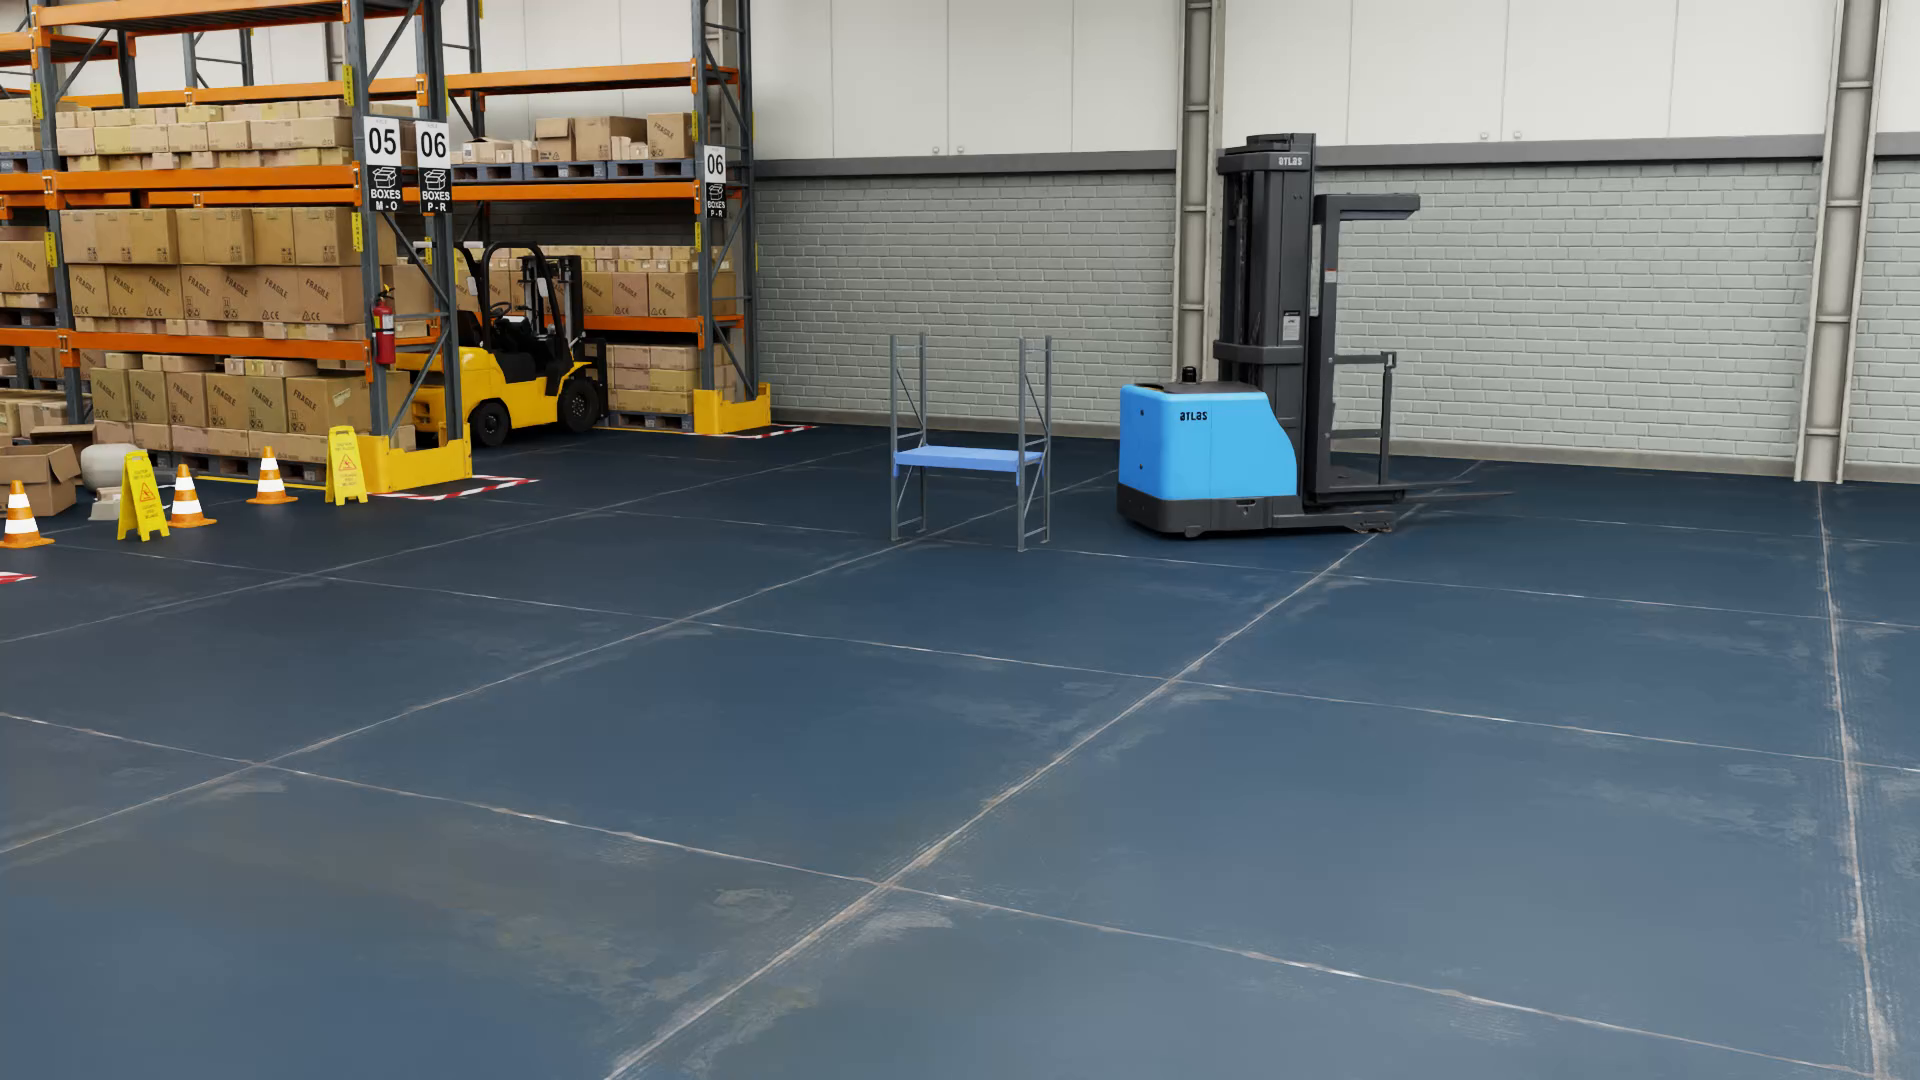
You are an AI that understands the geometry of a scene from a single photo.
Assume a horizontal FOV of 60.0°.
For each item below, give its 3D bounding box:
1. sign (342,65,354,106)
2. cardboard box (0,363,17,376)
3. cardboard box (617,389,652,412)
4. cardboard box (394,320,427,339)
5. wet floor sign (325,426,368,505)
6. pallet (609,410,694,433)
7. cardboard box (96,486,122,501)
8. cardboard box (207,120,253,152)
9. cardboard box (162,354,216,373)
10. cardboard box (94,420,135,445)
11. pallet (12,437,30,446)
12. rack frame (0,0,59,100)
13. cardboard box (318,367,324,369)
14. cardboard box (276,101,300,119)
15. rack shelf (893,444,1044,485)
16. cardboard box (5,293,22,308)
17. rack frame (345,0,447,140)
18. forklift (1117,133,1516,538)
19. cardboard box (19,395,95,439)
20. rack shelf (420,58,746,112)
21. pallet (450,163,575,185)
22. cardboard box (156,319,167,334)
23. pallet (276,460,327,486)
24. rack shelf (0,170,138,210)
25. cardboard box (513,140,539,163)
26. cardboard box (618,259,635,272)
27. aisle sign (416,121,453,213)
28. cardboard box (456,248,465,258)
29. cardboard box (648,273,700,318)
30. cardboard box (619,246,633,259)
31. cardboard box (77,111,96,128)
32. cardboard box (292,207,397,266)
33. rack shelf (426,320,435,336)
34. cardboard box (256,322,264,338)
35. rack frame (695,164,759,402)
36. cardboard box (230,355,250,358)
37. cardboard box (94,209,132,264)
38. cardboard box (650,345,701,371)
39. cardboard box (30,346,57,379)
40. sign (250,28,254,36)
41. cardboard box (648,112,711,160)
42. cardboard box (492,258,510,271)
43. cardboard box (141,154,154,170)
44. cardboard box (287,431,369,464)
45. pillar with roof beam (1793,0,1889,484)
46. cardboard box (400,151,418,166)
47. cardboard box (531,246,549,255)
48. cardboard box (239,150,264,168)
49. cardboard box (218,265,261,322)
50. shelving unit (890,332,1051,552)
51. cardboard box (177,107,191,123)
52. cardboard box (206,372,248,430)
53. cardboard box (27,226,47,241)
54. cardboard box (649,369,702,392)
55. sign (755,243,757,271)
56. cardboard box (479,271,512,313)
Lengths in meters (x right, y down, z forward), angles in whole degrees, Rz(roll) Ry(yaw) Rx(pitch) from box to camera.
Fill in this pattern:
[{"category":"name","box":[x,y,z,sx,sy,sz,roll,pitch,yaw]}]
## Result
[{"category":"sign","box":[-5.119,-3.803,13.912,0.005,0.325,0.100,5,11,26]},{"category":"cardboard box","box":[-14.054,-2.518,24.546,0.250,0.149,0.380,5,11,24]},{"category":"cardboard box","box":[-3.666,-1.652,19.479,0.500,0.250,0.500,5,11,26]},{"category":"cardboard box","box":[-5.069,-1.915,15.092,0.250,0.149,0.380,5,11,26]},{"category":"wet floor sign","box":[-5.159,-0.634,13.922,0.267,0.644,0.232,-10,14,-43]},{"category":"pallet","box":[-3.367,-1.453,19.665,1.213,0.211,1.003,5,11,26]},{"category":"cardboard box","box":[-6.924,-0.356,13.781,0.380,0.149,0.250,-7,12,-33]},{"category":"cardboard box","box":[-6.352,-3.604,14.886,0.500,0.250,0.500,5,12,27]},{"category":"cardboard box","box":[-7.243,-1.665,15.624,0.250,0.149,0.380,6,12,29]},{"category":"cardboard box","box":[-8.033,-1.058,16.193,0.500,0.250,0.500,4,11,23]},{"category":"pallet","box":[-9.142,-0.983,17.067,1.213,0.211,1.003,5,11,26]},{"category":"rack frame","box":[-13.424,-6.669,23.811,0.127,3.000,1.000,5,11,26]},{"category":"cardboard box","box":[-6.395,-1.392,15.934,0.500,0.500,0.500,5,12,27]},{"category":"cardboard box","box":[-5.741,-3.746,14.551,0.250,0.149,0.380,5,11,25]},{"category":"rack shelf","box":[0.077,-0.554,12.092,1.000,0.185,0.538,5,11,26]},{"category":"cardboard box","box":[-9.255,-2.397,16.577,0.250,0.149,0.380,5,11,24]},{"category":"rack frame","box":[-4.856,-4.930,14.205,0.127,3.000,1.000,5,11,26]},{"category":"forklift","box":[2.802,-1.579,12.726,3.031,2.935,1.130,-3,11,-14]},{"category":"cardboard box","box":[-8.914,-1.248,16.904,0.625,0.372,0.950,5,11,27]},{"category":"rack shelf","box":[-4.456,-5.330,19.557,4.000,0.370,1.077,5,11,26]},{"category":"pallet","box":[-5.473,-4.456,20.255,1.213,0.211,1.003,5,11,26]},{"category":"cardboard box","box":[-7.342,-2.025,15.703,0.250,0.149,0.380,5,11,26]},{"category":"pallet","box":[-5.637,-0.682,15.405,1.213,0.211,1.003,5,11,26]},{"category":"rack shelf","box":[-10.236,-3.573,17.148,4.000,0.370,1.077,5,11,26]},{"category":"cardboard box","box":[-5.053,-4.587,19.647,0.258,0.266,0.396,5,11,24]},{"category":"cardboard box","box":[-3.763,-3.189,19.328,0.250,0.149,0.380,5,11,25]},{"category":"aisle sign","box":[-4.663,-3.302,14.754,0.004,0.787,0.394,5,11,26]},{"category":"cardboard box","box":[-6.095,-3.529,20.369,0.250,0.149,0.380,5,12,27]},{"category":"cardboard box","box":[-3.220,-2.818,19.095,0.500,0.500,0.500,5,11,25]},{"category":"cardboard box","box":[-3.749,-3.343,19.342,0.250,0.149,0.380,5,11,26]},{"category":"cardboard box","box":[-8.059,-3.946,15.652,0.250,0.149,0.380,5,12,28]},{"category":"cardboard box","box":[-5.410,-2.671,14.644,0.500,0.500,0.700,5,11,24]},{"category":"rack shelf","box":[-8.043,-2.890,21.797,4.000,0.370,1.077,5,11,26]},{"category":"cardboard box","box":[-6.194,-1.934,15.199,0.250,0.149,0.380,5,11,27]},{"category":"rack frame","box":[-2.663,-2.771,19.121,0.127,3.000,1.000,5,11,26]},{"category":"cardboard box","box":[-9.284,-2.389,22.495,0.625,0.625,0.875,5,12,28]},{"category":"cardboard box","box":[-7.696,-2.868,15.732,0.500,0.500,0.700,5,11,26]},{"category":"cardboard box","box":[-3.214,-2.104,19.165,0.500,0.250,0.500,5,12,28]},{"category":"cardboard box","box":[-13.090,-2.620,24.122,0.500,0.500,0.500,6,12,28]},{"category":"sign","box":[-9.595,-6.980,22.464,0.005,0.325,0.100,5,11,26]},{"category":"cardboard box","box":[-3.167,-4.549,18.776,0.500,0.500,0.500,5,12,28]},{"category":"cardboard box","box":[-5.413,-3.320,20.052,0.250,0.149,0.380,5,12,27]},{"category":"cardboard box","box":[-7.349,-3.502,15.440,0.250,0.149,0.380,5,11,24]},{"category":"cardboard box","box":[-5.721,-0.855,15.072,0.500,0.250,0.500,5,11,26]},{"category":"pillar with roof beam","box":[5.968,-4.289,10.662,0.400,9.000,9.100,5,11,26]},{"category":"cardboard box","box":[-5.009,-3.409,14.925,0.250,0.149,0.380,5,11,26]},{"category":"cardboard box","box":[-4.905,-3.440,19.878,0.250,0.149,0.380,5,11,26]},{"category":"cardboard box","box":[-6.202,-3.398,14.864,0.250,0.149,0.380,5,11,25]},{"category":"cardboard box","box":[-6.358,-2.253,15.140,0.500,0.500,0.500,5,11,26]},{"category":"shelving unit","box":[0.077,-0.731,12.060,1.048,1.500,0.538,5,11,26]},{"category":"cardboard box","box":[-6.874,-3.852,15.136,0.250,0.149,0.380,5,12,27]},{"category":"cardboard box","box":[-6.608,-1.304,15.449,0.500,0.500,0.500,5,11,24]},{"category":"cardboard box","box":[-9.728,-3.178,17.249,0.250,0.149,0.380,6,12,29]},{"category":"cardboard box","box":[-3.237,-1.860,19.220,0.500,0.250,0.500,5,11,25]},{"category":"sign","box":[-2.412,-3.325,19.524,0.005,0.325,0.100,5,11,26]},{"category":"cardboard box","box":[-5.493,-3.021,20.218,0.500,0.500,0.500,5,12,27]}]
